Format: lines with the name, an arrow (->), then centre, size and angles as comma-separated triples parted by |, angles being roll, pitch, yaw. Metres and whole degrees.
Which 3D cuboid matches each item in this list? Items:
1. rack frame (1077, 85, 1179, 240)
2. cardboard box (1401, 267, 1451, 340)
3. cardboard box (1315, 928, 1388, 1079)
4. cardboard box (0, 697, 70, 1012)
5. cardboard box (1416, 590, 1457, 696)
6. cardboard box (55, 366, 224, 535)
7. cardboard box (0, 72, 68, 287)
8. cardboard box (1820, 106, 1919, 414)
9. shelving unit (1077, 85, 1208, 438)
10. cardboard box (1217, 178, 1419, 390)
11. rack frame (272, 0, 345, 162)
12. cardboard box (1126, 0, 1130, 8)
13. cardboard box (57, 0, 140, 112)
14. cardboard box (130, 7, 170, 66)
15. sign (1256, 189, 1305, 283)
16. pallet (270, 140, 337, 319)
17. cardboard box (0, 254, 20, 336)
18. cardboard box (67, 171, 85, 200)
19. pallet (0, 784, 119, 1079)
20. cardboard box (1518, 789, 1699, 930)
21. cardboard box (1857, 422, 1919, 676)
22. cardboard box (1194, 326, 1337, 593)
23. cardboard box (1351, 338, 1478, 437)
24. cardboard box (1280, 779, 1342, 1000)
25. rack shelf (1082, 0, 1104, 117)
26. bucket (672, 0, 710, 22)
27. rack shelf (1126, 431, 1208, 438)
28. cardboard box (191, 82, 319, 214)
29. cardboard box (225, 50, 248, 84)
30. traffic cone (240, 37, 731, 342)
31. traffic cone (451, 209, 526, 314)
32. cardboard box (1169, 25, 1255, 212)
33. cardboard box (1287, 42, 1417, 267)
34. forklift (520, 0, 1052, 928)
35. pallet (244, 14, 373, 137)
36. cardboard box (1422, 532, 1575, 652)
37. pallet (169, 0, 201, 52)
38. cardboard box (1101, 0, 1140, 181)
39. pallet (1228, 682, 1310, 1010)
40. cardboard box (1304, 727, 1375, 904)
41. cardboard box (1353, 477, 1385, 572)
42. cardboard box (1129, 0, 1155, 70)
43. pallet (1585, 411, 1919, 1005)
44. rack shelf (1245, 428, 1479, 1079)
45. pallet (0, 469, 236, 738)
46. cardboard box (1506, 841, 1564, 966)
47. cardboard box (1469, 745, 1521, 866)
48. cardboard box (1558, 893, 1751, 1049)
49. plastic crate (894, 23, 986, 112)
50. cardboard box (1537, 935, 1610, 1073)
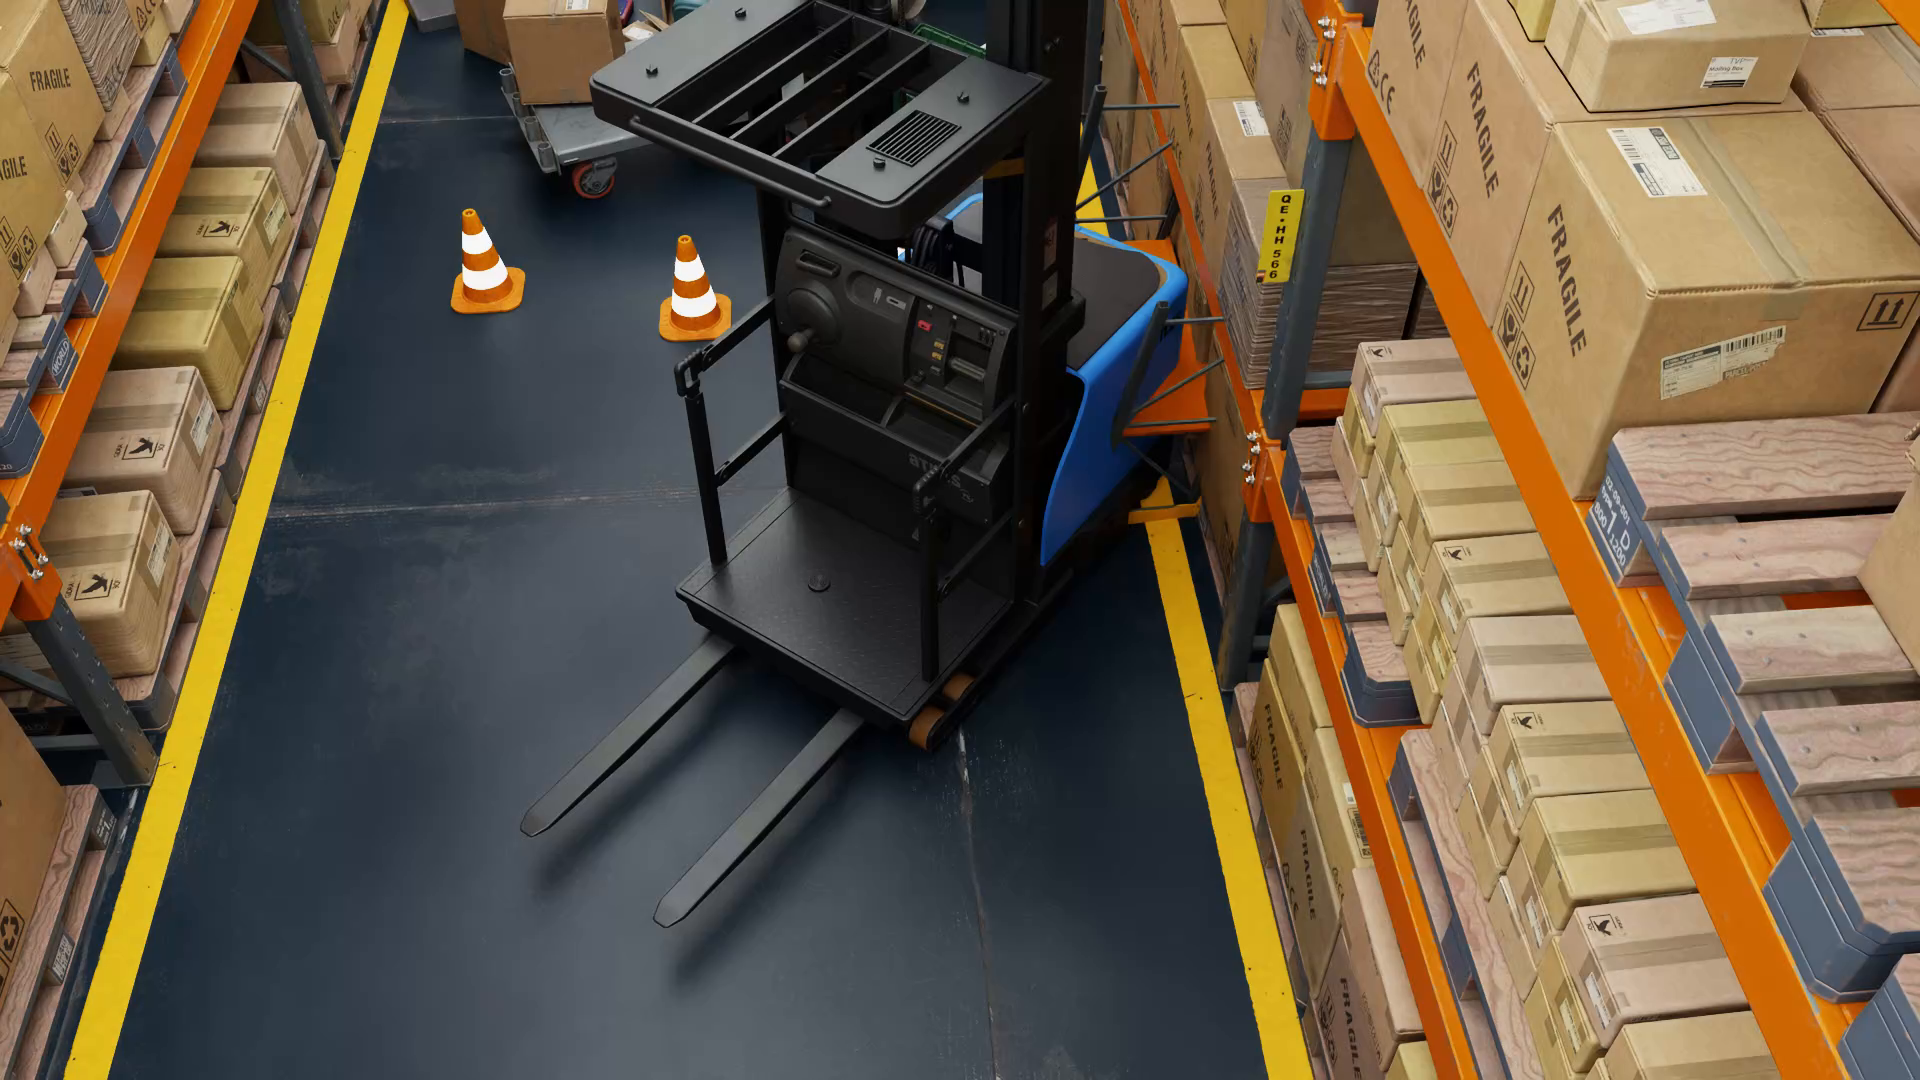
rack frame -> 0.649, -1.323, 6.874 | 0.500, 1.500, 0.032 | -5, 61, -12
cardboard box -> 1.719, -0.898, 5.602 | 0.500, 0.500, 0.500 | -3, 47, -3
cardboard box -> 1.385, 1.454, 4.875 | 0.500, 0.500, 0.500 | -5, 47, -4
cardboard box -> -3.462, 0.942, 5.102 | 0.875, 0.875, 0.875 | -4, 47, -4
cardboard box -> 1.399, 0.251, 4.262 | 0.380, 0.149, 0.250 | -3, 47, -3
cardboard box -> -3.544, -0.332, 6.656 | 0.950, 0.372, 0.625 | -4, 47, -4
cardboard box -> -3.295, -1.146, 5.343 | 0.500, 0.500, 0.500 | -1, 47, -1
cardboard box -> 1.881, -0.468, 3.129 | 0.500, 0.500, 0.500 | -3, 47, -3
shelving unit -> 0.730, -0.913, 6.645 | 0.500, 1.500, 0.985 | -5, 61, -12
cardboard box -> 1.182, -0.867, 5.572 | 0.500, 0.500, 0.500 | -3, 47, -3
rack frame -> -3.772, -3.043, 7.702 | 1.000, 3.000, 0.127 | -3, 47, -3
cardboard box -> 0.971, -2.689, 7.298 | 0.500, 0.500, 0.500 | -3, 47, -3
cardboard box -> -3.380, -1.892, 6.049 | 0.500, 0.500, 0.500 | -5, 47, -5
cardboard box -> -3.383, -2.006, 6.604 | 0.380, 0.149, 0.250 | -4, 47, -3
sign -> 0.934, -0.885, 4.861 | 0.100, 0.325, 0.005 | -3, 47, -3
pallet -> -3.705, -1.521, 8.181 | 1.003, 0.211, 1.213 | -3, 47, -3
cardboard box -> -3.244, -0.769, 4.986 | 0.500, 0.500, 0.500 | -5, 47, -4
cardboard box -> -3.347, -1.230, 5.870 | 0.380, 0.149, 0.250 | -1, 47, -1
pallet -> -3.446, 1.385, 5.429 | 1.003, 0.211, 1.213 | -3, 47, -3
cardboard box -> 1.462, 0.693, 3.639 | 0.380, 0.149, 0.250 | -4, 47, -4
cardboard box -> 1.824, 0.035, 2.362 | 0.797, 0.503, 0.637 | -4, 47, -4
cardboard box -> 1.526, -0.339, 6.402 | 1.050, 0.750, 0.750 | -4, 47, -4
cardboard box -> 1.333, -0.436, 4.707 | 0.380, 0.149, 0.250 | -3, 47, -3
cardboard box -> 1.338, 1.083, 5.227 | 0.500, 0.500, 0.500 | -3, 47, -3
rack shelf -> 8.748, -2.408, 7.101 | 15.905, 3.000, 4.168 | -3, 47, -3
bucket -> -1.157, -2.772, 8.653 | 0.726, 0.611, 0.620 | 11, 58, 10
rack shelf -> 0.717, -0.813, 6.753 | 0.416, 0.036, 0.922 | -5, 61, -12
cardboard box -> -3.726, -1.904, 8.145 | 0.950, 0.372, 0.625 | -3, 47, -3
cardboard box -> -4.089, -2.653, 8.938 | 0.500, 0.250, 0.500 | -2, 47, -1
traffic cone -> -2.661, -2.436, 7.260 | 3.046, 2.808, 1.723 | -3, 47, -3
traffic cone -> -2.273, -1.358, 7.854 | 0.336, 0.463, 0.334 | -3, 47, -3
cardboard box -> 1.100, -1.589, 6.257 | 0.500, 0.500, 0.500 | -4, 47, -4
cardboard box -> 1.459, -1.226, 5.224 | 0.700, 0.500, 0.500 | -4, 47, -4
forklift -> -0.535, -1.036, 5.849 | 2.033, 2.935, 3.733 | 27, 52, 23
pallet -> -3.863, -2.568, 9.173 | 1.003, 0.211, 1.213 | -3, 47, -3
cardboard box -> 1.396, 0.125, 4.177 | 0.380, 0.149, 0.250 | -5, 47, -5
pallet -> -3.853, -2.415, 7.240 | 1.003, 0.211, 1.213 | -3, 47, -3
cardboard box -> 1.294, -2.344, 8.301 | 1.050, 0.750, 0.750 | -4, 47, -3
pallet -> 1.551, 1.002, 5.792 | 1.003, 0.211, 1.213 | -3, 47, -3
cardboard box -> 1.346, 0.815, 4.964 | 0.500, 0.250, 0.500 | -4, 47, -4
cardboard box -> 1.346, -0.050, 4.752 | 0.380, 0.149, 0.250 | -1, 47, -1
cardboard box -> 1.010, -2.327, 6.956 | 0.500, 0.500, 0.500 | -4, 47, -4
pallet -> 1.787, 0.201, 2.693 | 1.213, 0.211, 1.003 | -3, 47, -3
rack shelf -> 1.655, 1.172, 4.206 | 1.077, 0.370, 4.000 | -3, 47, -3
pallet -> -3.501, 0.245, 6.509 | 1.003, 0.211, 1.213 | -3, 47, -3
cardboard box -> 1.463, 0.806, 3.736 | 0.380, 0.149, 0.250 | -2, 47, -2
cardboard box -> 1.437, 0.611, 3.921 | 0.380, 0.149, 0.250 | -4, 47, -4
cardboard box -> 1.486, 0.887, 3.454 | 0.380, 0.149, 0.250 | -5, 47, -5
plastic crate -> -0.168, -2.516, 9.100 | 0.450, 0.188, 0.662 | 25, 51, 9
cardboard box -> 1.478, 0.982, 3.570 | 0.380, 0.149, 0.250 | -3, 47, -3
